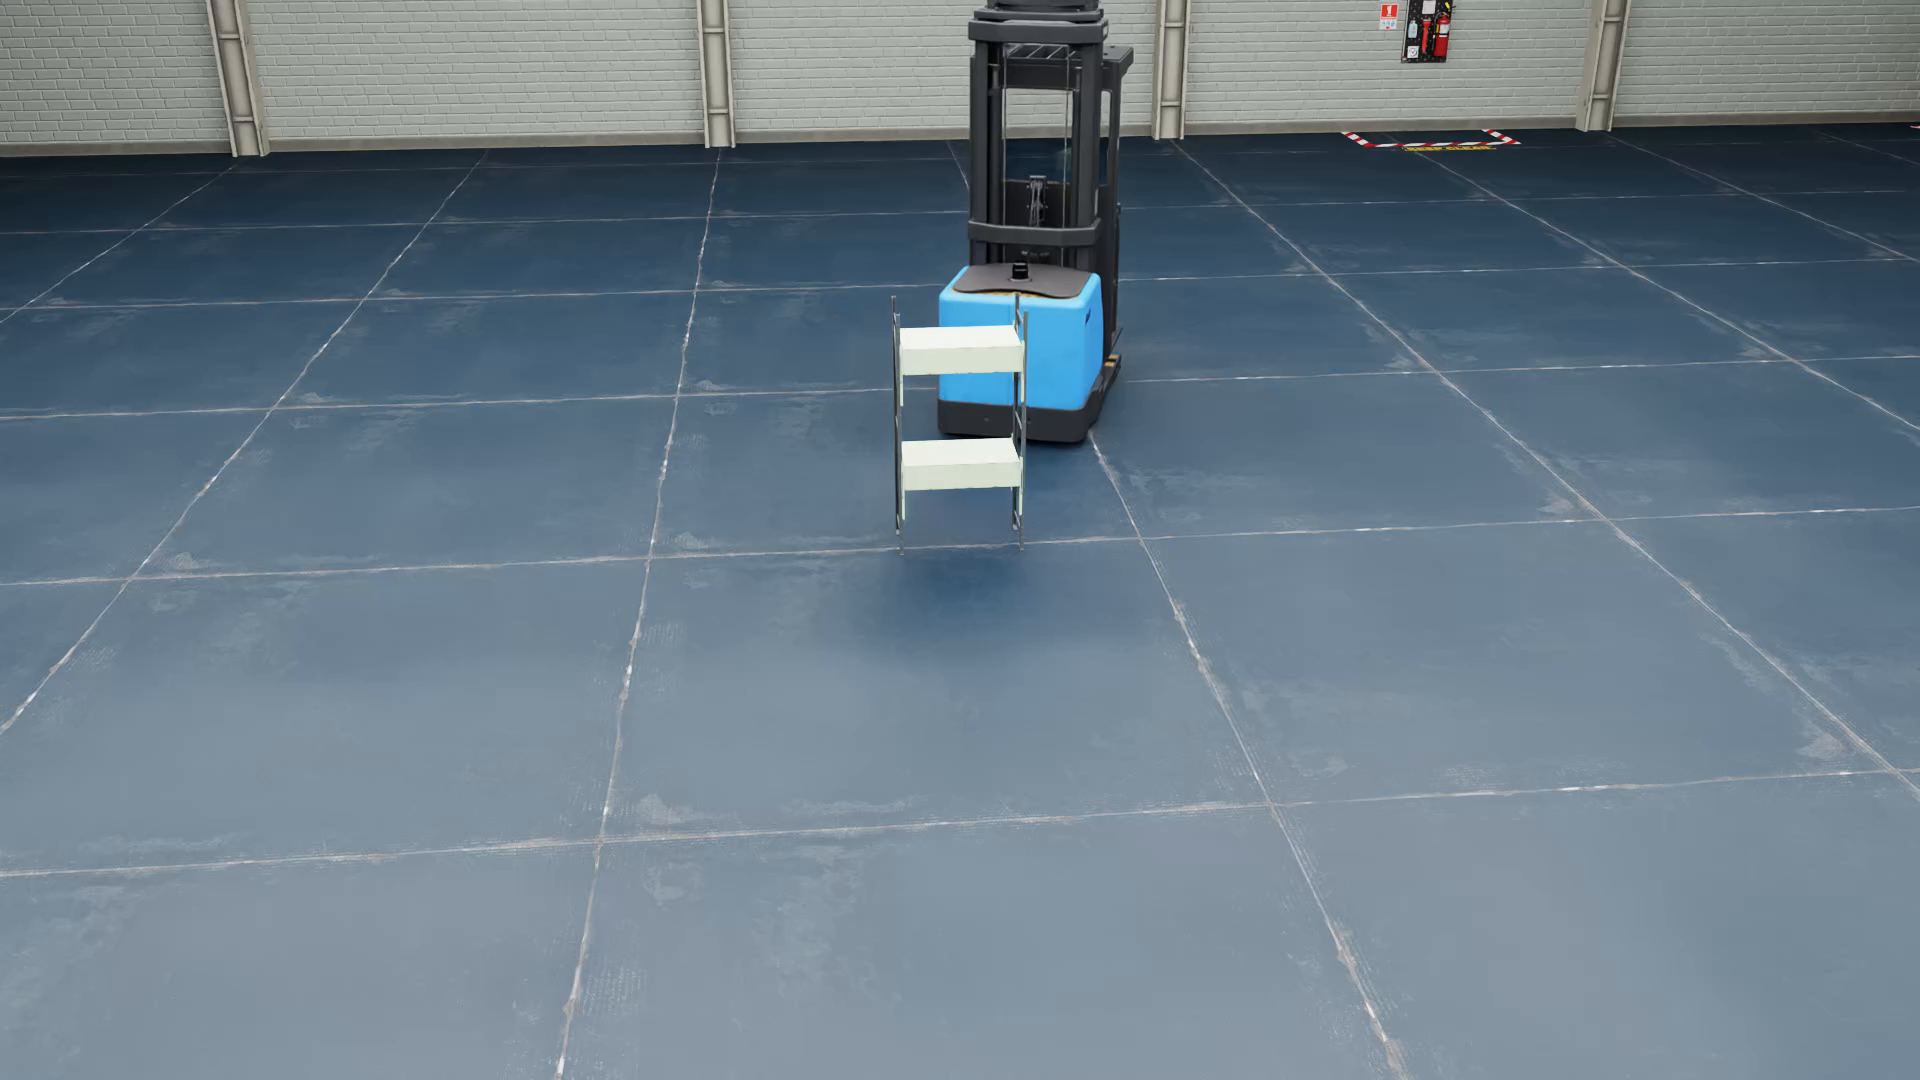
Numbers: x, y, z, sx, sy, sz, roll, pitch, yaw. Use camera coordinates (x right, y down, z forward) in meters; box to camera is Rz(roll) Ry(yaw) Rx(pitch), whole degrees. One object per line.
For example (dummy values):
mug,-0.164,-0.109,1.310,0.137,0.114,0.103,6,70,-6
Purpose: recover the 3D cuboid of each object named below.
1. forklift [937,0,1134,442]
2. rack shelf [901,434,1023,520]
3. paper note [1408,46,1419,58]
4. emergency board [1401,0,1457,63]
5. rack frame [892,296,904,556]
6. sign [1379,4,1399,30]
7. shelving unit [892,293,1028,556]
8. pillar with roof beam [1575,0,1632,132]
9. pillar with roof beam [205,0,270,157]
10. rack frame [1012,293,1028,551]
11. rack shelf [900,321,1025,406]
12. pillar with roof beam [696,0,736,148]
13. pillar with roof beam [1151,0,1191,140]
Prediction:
forklift,0.665,-2.592,12.473,1.130,2.935,3.031,5,24,12
rack shelf,-0.007,-0.387,10.077,0.720,0.370,0.431,-2,24,-5
paper note,6.131,-6.604,22.499,0.142,0.148,0.016,-2,24,-5
emergency board,6.314,-6.986,22.274,0.643,1.169,0.194,-2,24,-5
rack frame,-0.371,-0.670,9.912,0.023,1.500,0.400,-2,24,-5
sign,5.754,-7.022,22.311,0.234,0.329,0.001,-2,24,-5
shelving unit,-0.007,-0.685,9.945,0.755,1.500,0.431,-2,24,-5
pillar with roof beam,9.200,-8.070,17.328,0.400,9.000,9.100,-2,24,-5
pillar with roof beam,-8.712,-7.352,15.711,0.400,9.000,9.100,-2,24,-5
rack frame,0.358,-0.700,9.978,0.023,1.500,0.400,-2,24,-5
rack shelf,-0.007,-1.042,9.786,0.720,0.370,0.431,-2,24,-5
pillar with roof beam,-2.741,-7.591,16.250,0.400,9.000,9.100,-2,24,-5
pillar with roof beam,3.229,-7.831,16.789,0.400,9.000,9.100,-2,24,-5
